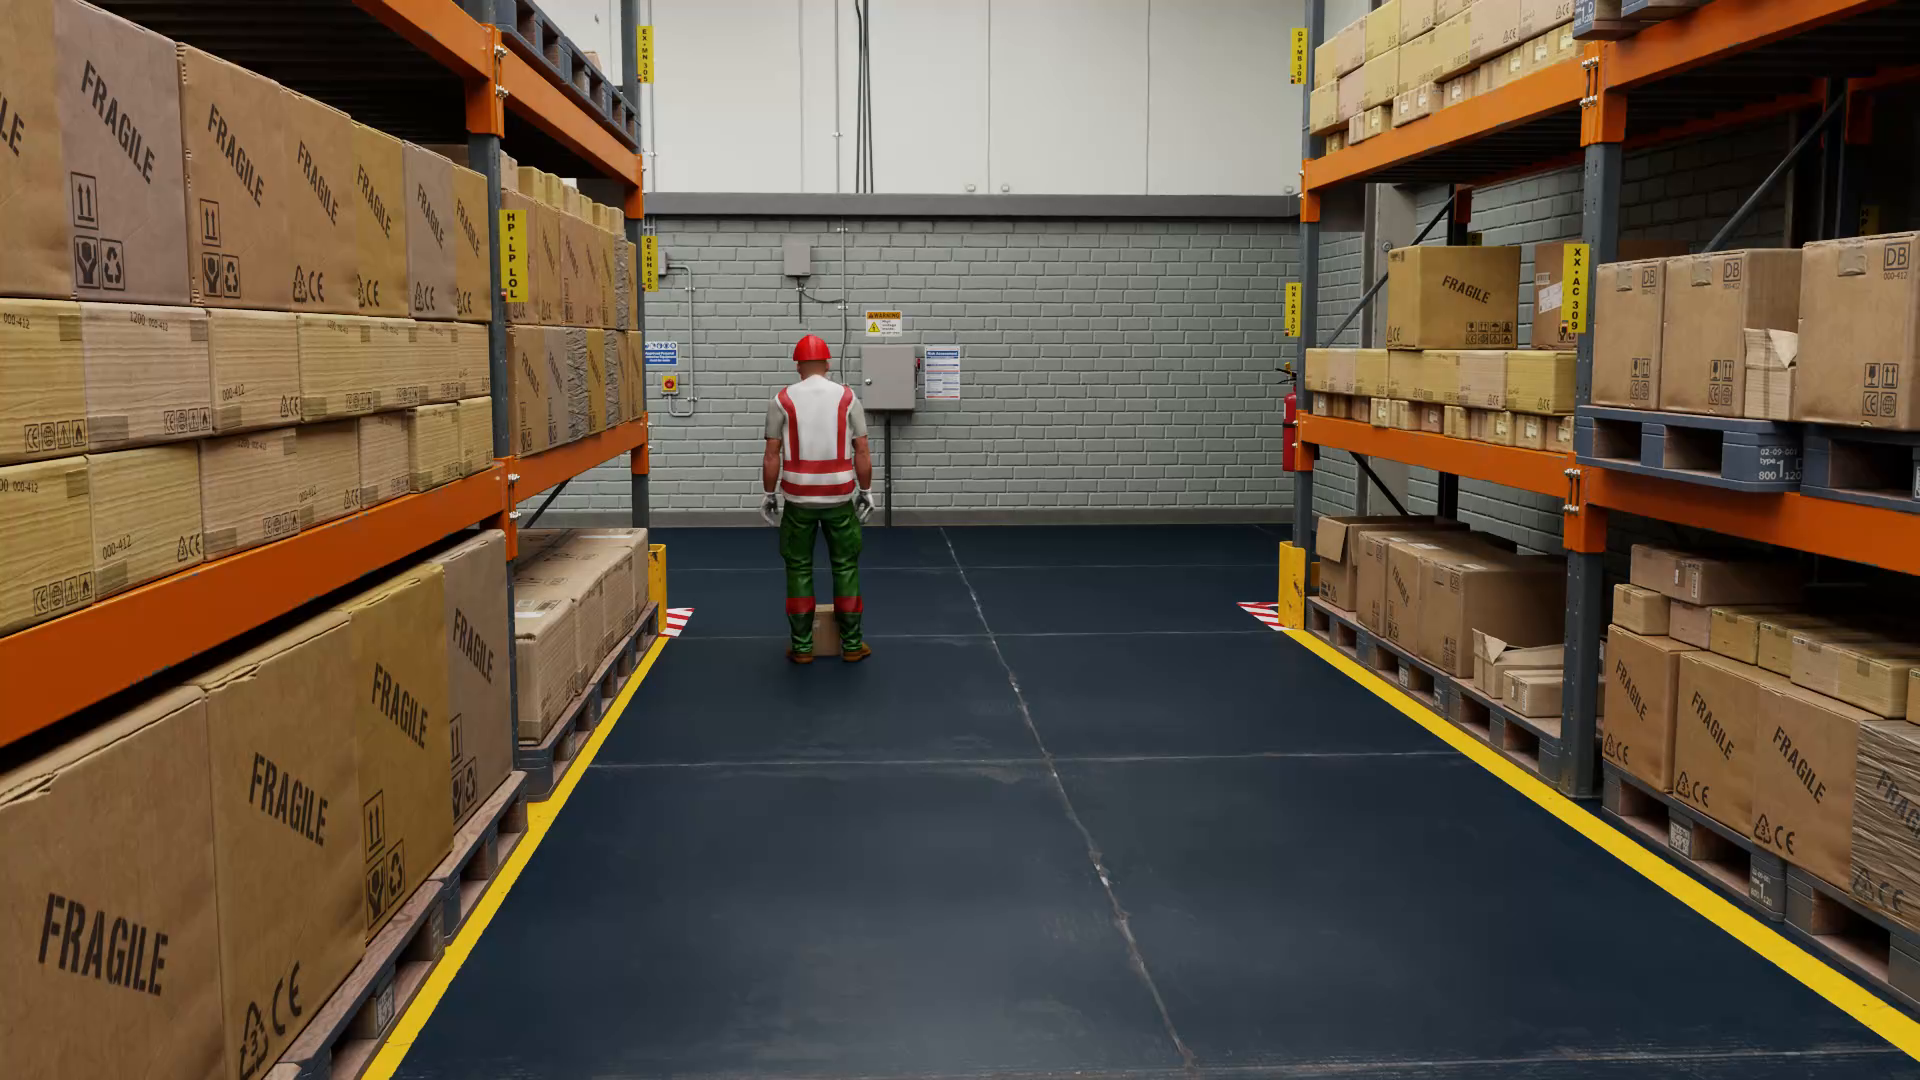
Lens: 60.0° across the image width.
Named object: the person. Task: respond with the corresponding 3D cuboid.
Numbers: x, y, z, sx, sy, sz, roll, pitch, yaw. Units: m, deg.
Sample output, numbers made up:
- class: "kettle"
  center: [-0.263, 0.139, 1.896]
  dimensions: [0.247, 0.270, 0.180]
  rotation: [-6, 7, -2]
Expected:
- class: "person"
  center: [-0.775, -0.225, 9.065]
  dimensions: [0.623, 1.780, 0.450]
  rotation: [-1, 7, -8]
